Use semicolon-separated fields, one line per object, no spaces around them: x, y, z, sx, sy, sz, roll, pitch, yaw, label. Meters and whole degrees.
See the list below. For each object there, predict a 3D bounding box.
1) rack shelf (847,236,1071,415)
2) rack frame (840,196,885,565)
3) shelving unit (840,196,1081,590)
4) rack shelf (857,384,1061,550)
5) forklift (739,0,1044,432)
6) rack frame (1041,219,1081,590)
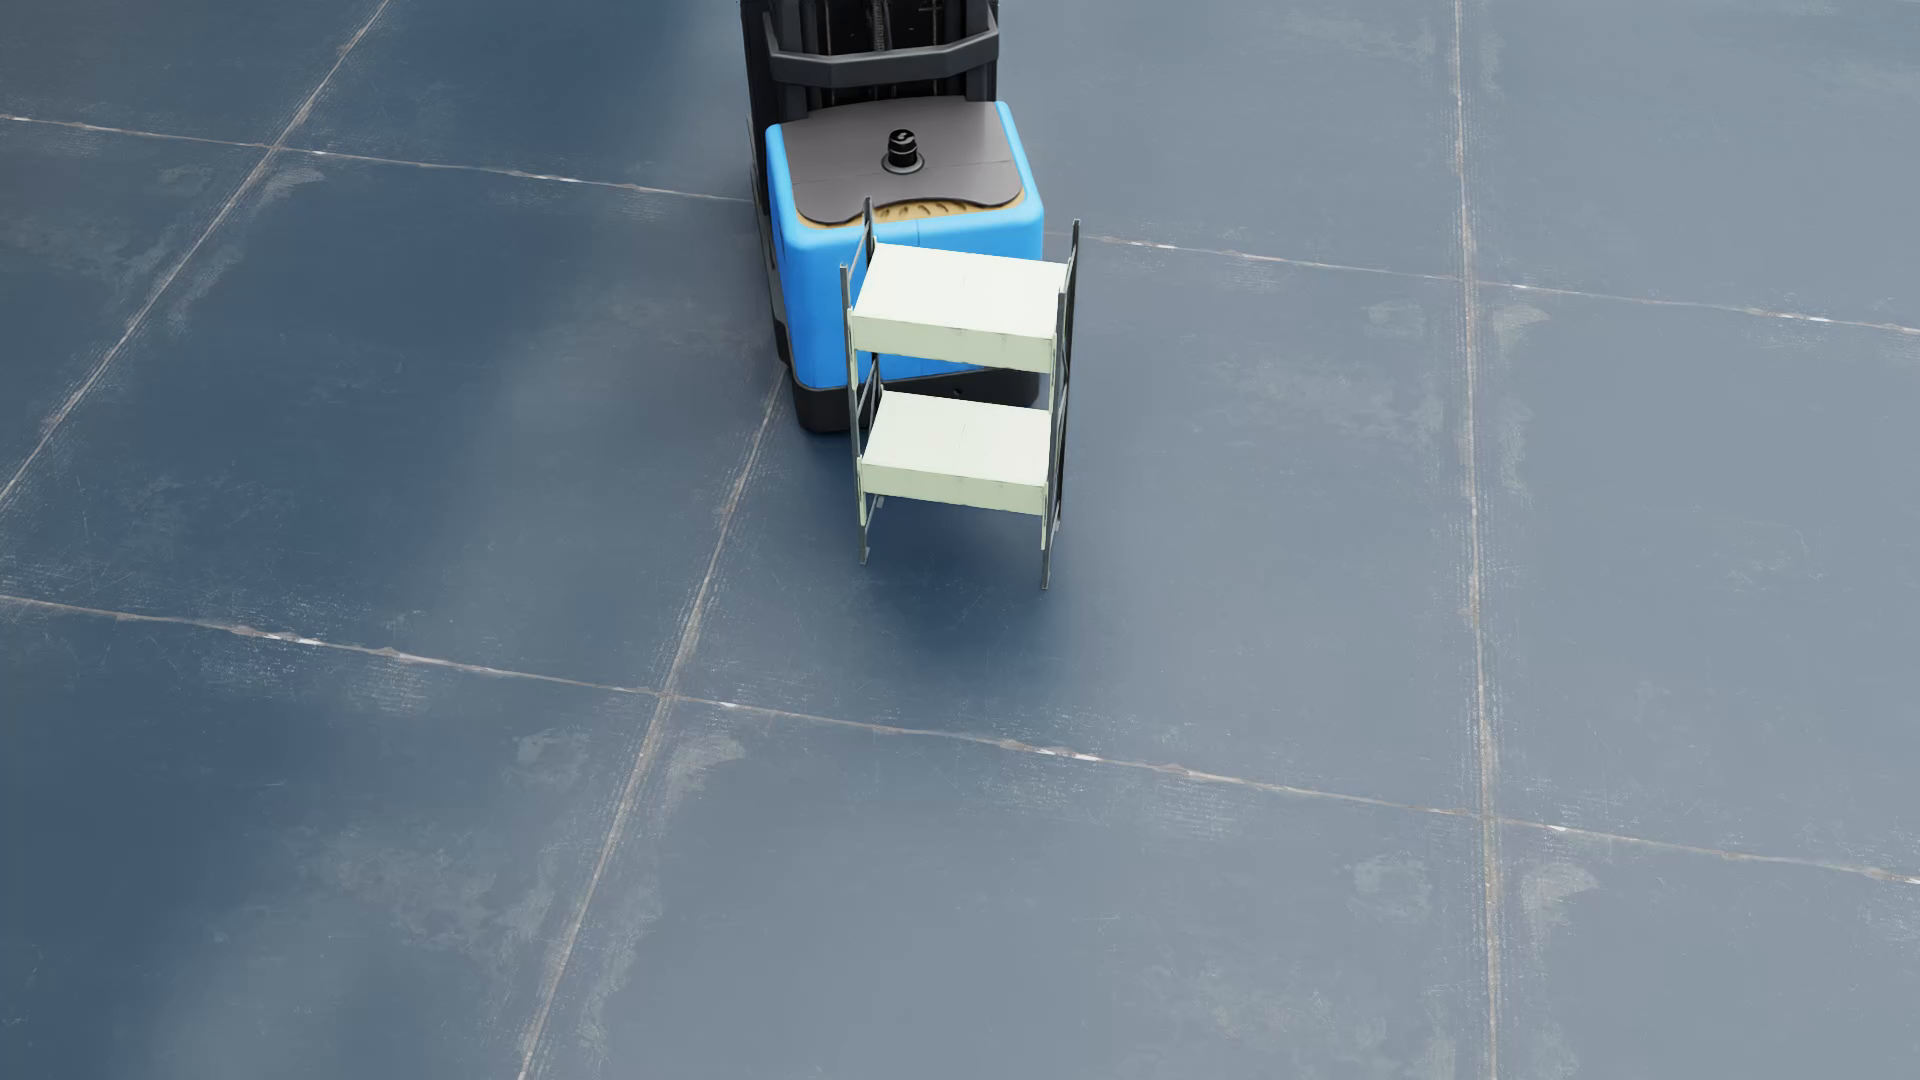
0.007;-0.761;5.873;0.720;0.370;0.431;8;49;7;rack shelf
-0.354;-0.549;6.207;0.023;1.500;0.400;8;49;7;rack frame
0.007;-0.500;6.163;0.755;1.500;0.431;8;49;7;shelving unit
0.007;-0.283;6.406;0.720;0.370;0.431;8;49;7;rack shelf
-0.425;-2.552;7.044;1.130;2.935;3.031;-8;49;-7;forklift
0.367;-0.452;6.120;0.023;1.500;0.400;8;49;7;rack frame
